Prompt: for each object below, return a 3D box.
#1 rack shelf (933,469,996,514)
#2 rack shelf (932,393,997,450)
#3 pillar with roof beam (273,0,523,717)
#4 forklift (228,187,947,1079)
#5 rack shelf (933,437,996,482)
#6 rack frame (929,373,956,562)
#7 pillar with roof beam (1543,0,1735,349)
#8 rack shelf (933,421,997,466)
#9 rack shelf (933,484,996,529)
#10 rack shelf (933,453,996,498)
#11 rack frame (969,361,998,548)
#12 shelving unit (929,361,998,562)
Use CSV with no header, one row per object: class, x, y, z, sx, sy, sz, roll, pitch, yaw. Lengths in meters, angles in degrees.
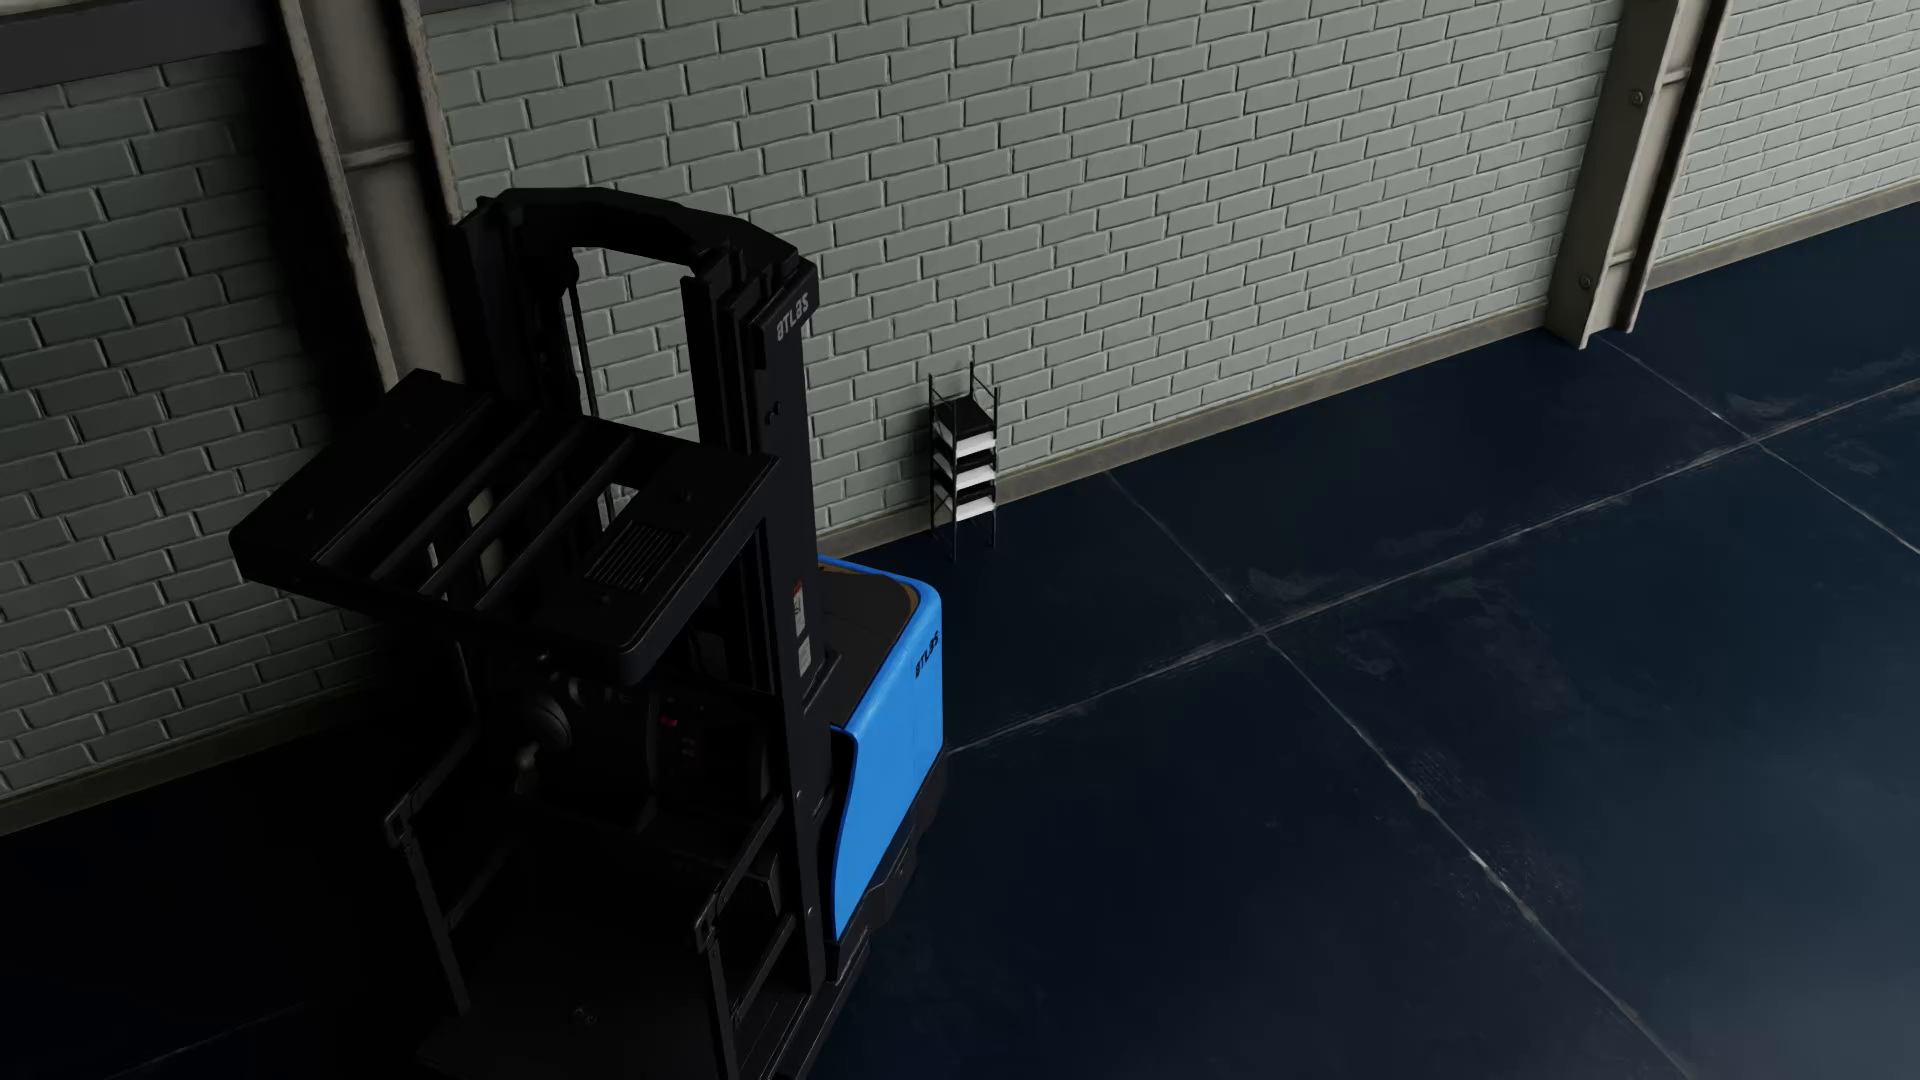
rack shelf,0.013,-0.247,7.525,0.200,0.077,0.258,-19,44,-21
rack shelf,0.013,-0.521,7.292,0.200,0.077,0.258,-19,44,-21
pillar with roof beam,0.100,-0.348,1.185,0.400,9.000,9.100,-19,44,-21
forklift,-1.059,0.634,4.721,1.130,2.935,3.031,14,42,16
rack shelf,0.013,-0.384,7.408,0.200,0.077,0.258,-19,44,-21
rack frame,-0.077,-0.310,7.408,0.006,0.900,0.240,-19,44,-21
pillar with roof beam,5.422,-2.138,3.300,0.400,9.000,9.100,-19,44,-21
rack shelf,0.013,-0.453,7.350,0.200,0.077,0.258,-19,44,-21
rack shelf,0.013,-0.179,7.583,0.200,0.077,0.258,-19,44,-21
rack shelf,0.013,-0.316,7.467,0.200,0.077,0.258,-19,44,-21
rack frame,0.103,-0.372,7.482,0.006,0.900,0.240,-19,44,-21
shelving unit,0.013,-0.341,7.445,0.210,0.900,0.258,-19,44,-21
